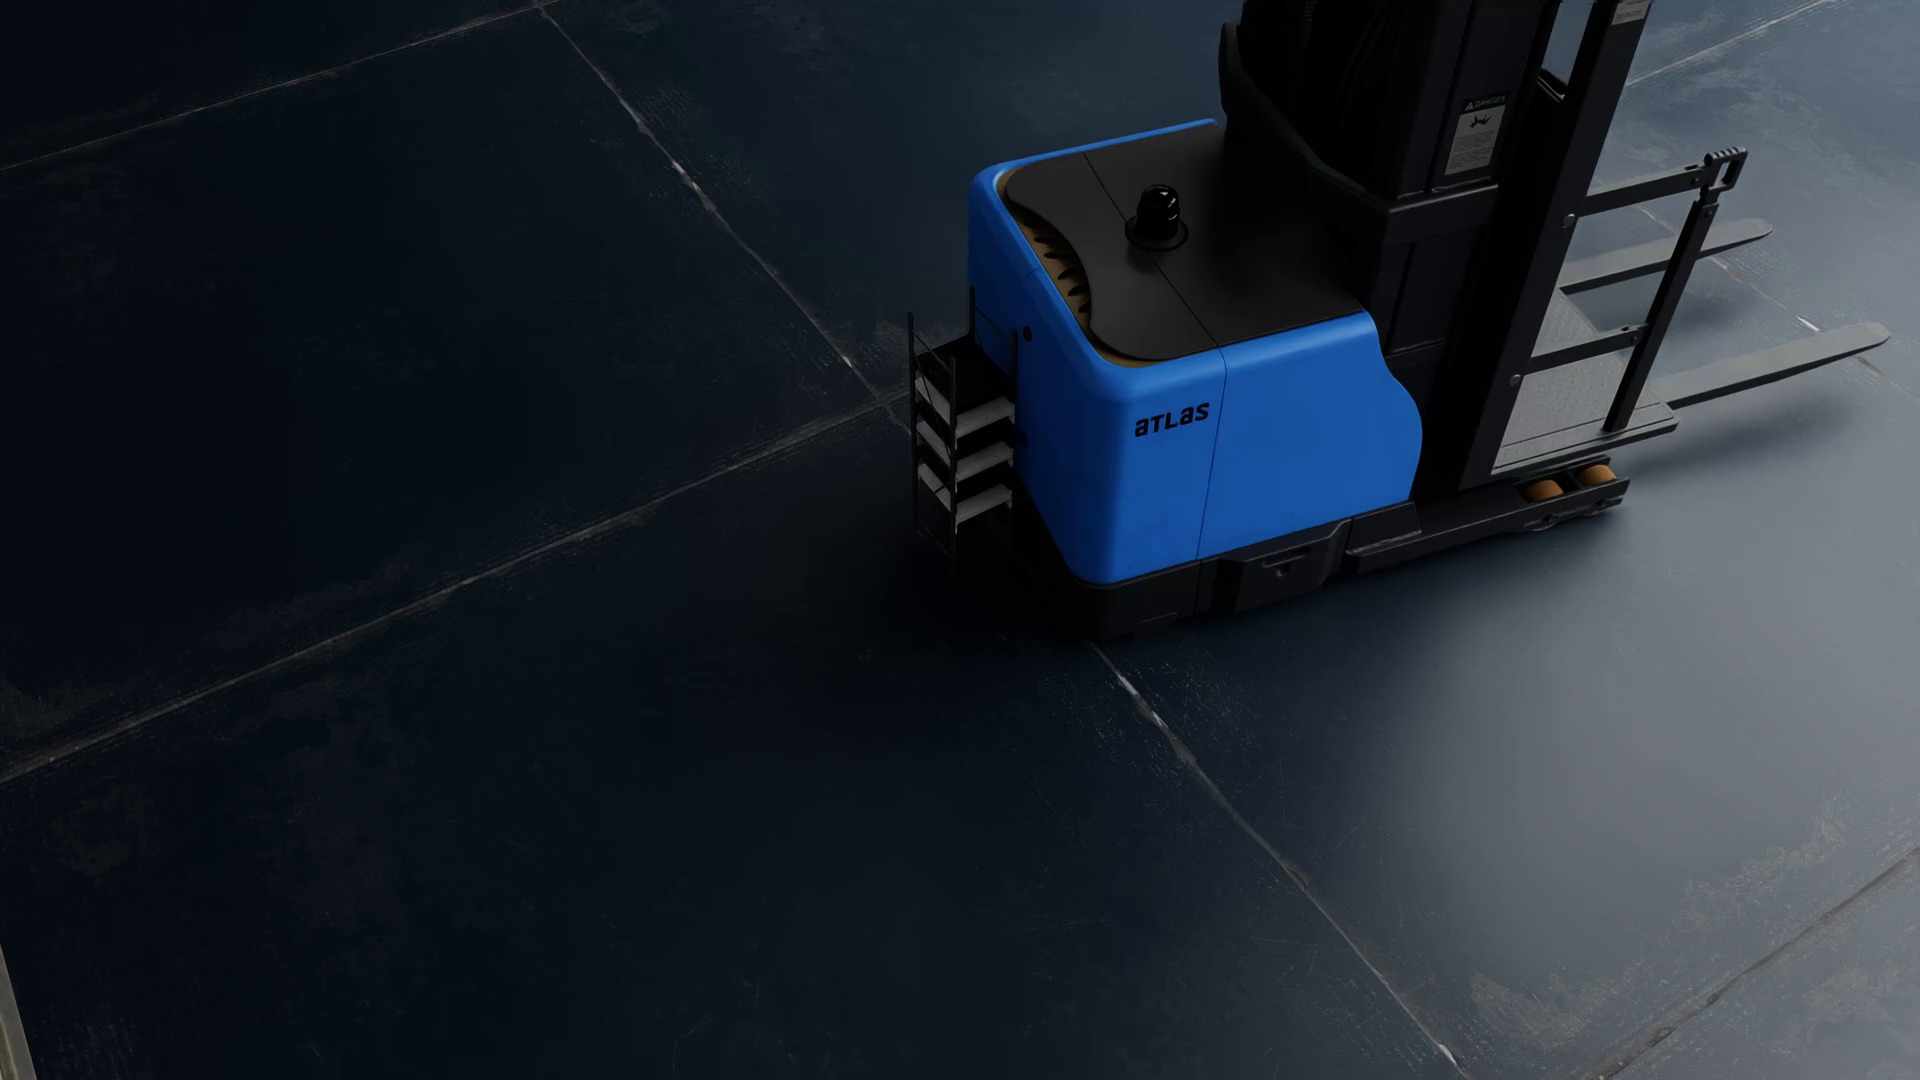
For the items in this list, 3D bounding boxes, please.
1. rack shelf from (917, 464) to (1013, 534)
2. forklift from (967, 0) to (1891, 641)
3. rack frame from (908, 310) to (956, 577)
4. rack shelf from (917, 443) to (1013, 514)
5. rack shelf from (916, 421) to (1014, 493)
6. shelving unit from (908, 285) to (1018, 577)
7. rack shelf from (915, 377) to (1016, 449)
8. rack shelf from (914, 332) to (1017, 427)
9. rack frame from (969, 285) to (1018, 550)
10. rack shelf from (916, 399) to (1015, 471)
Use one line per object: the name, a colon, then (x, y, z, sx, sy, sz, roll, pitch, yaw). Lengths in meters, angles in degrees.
rack shelf: (0.007, -0.161, 5.076, 0.200, 0.077, 0.258, -25, 53, -21)
forklift: (1.582, -1.361, 4.499, 3.031, 2.935, 1.130, -15, 50, -13)
rack frame: (-0.079, -0.262, 4.881, 0.006, 0.900, 0.240, -25, 53, -21)
rack shelf: (0.007, -0.220, 5.009, 0.200, 0.077, 0.258, -25, 53, -21)
rack shelf: (0.007, -0.280, 4.942, 0.200, 0.077, 0.258, -25, 53, -21)
shelving unit: (0.007, -0.303, 4.917, 0.210, 0.900, 0.258, -25, 53, -21)
rack shelf: (0.007, -0.400, 4.807, 0.200, 0.077, 0.258, -25, 53, -21)
rack shelf: (0.007, -0.460, 4.740, 0.200, 0.077, 0.258, -25, 53, -21)
rack frame: (0.093, -0.343, 4.953, 0.006, 0.900, 0.240, -25, 53, -21)
rack shelf: (0.007, -0.340, 4.874, 0.200, 0.077, 0.258, -25, 53, -21)
